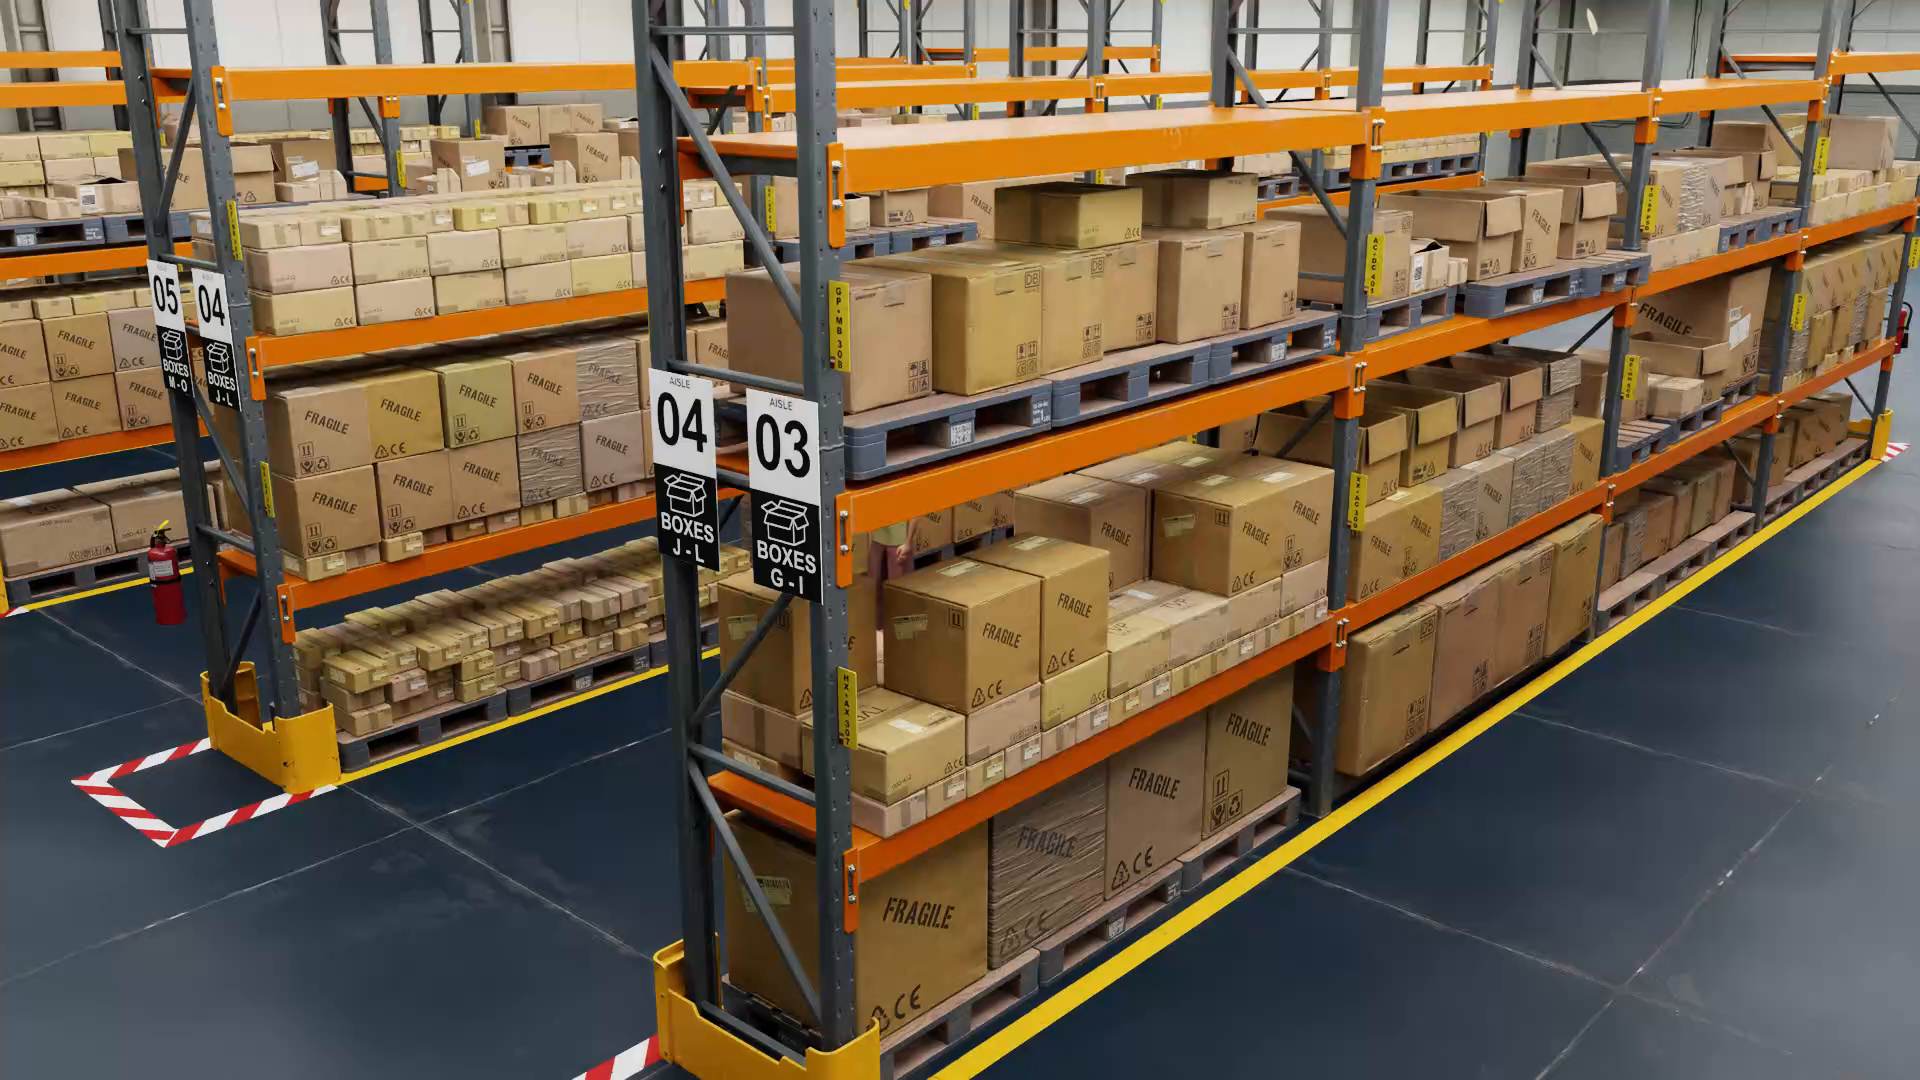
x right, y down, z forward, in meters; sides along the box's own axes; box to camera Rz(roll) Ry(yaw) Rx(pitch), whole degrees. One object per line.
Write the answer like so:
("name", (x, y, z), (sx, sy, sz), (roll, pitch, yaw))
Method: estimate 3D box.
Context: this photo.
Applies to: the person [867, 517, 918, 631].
("person", (-0.497, 0.026, 12.497), (0.455, 1.661, 0.356), (15, 23, 41))
